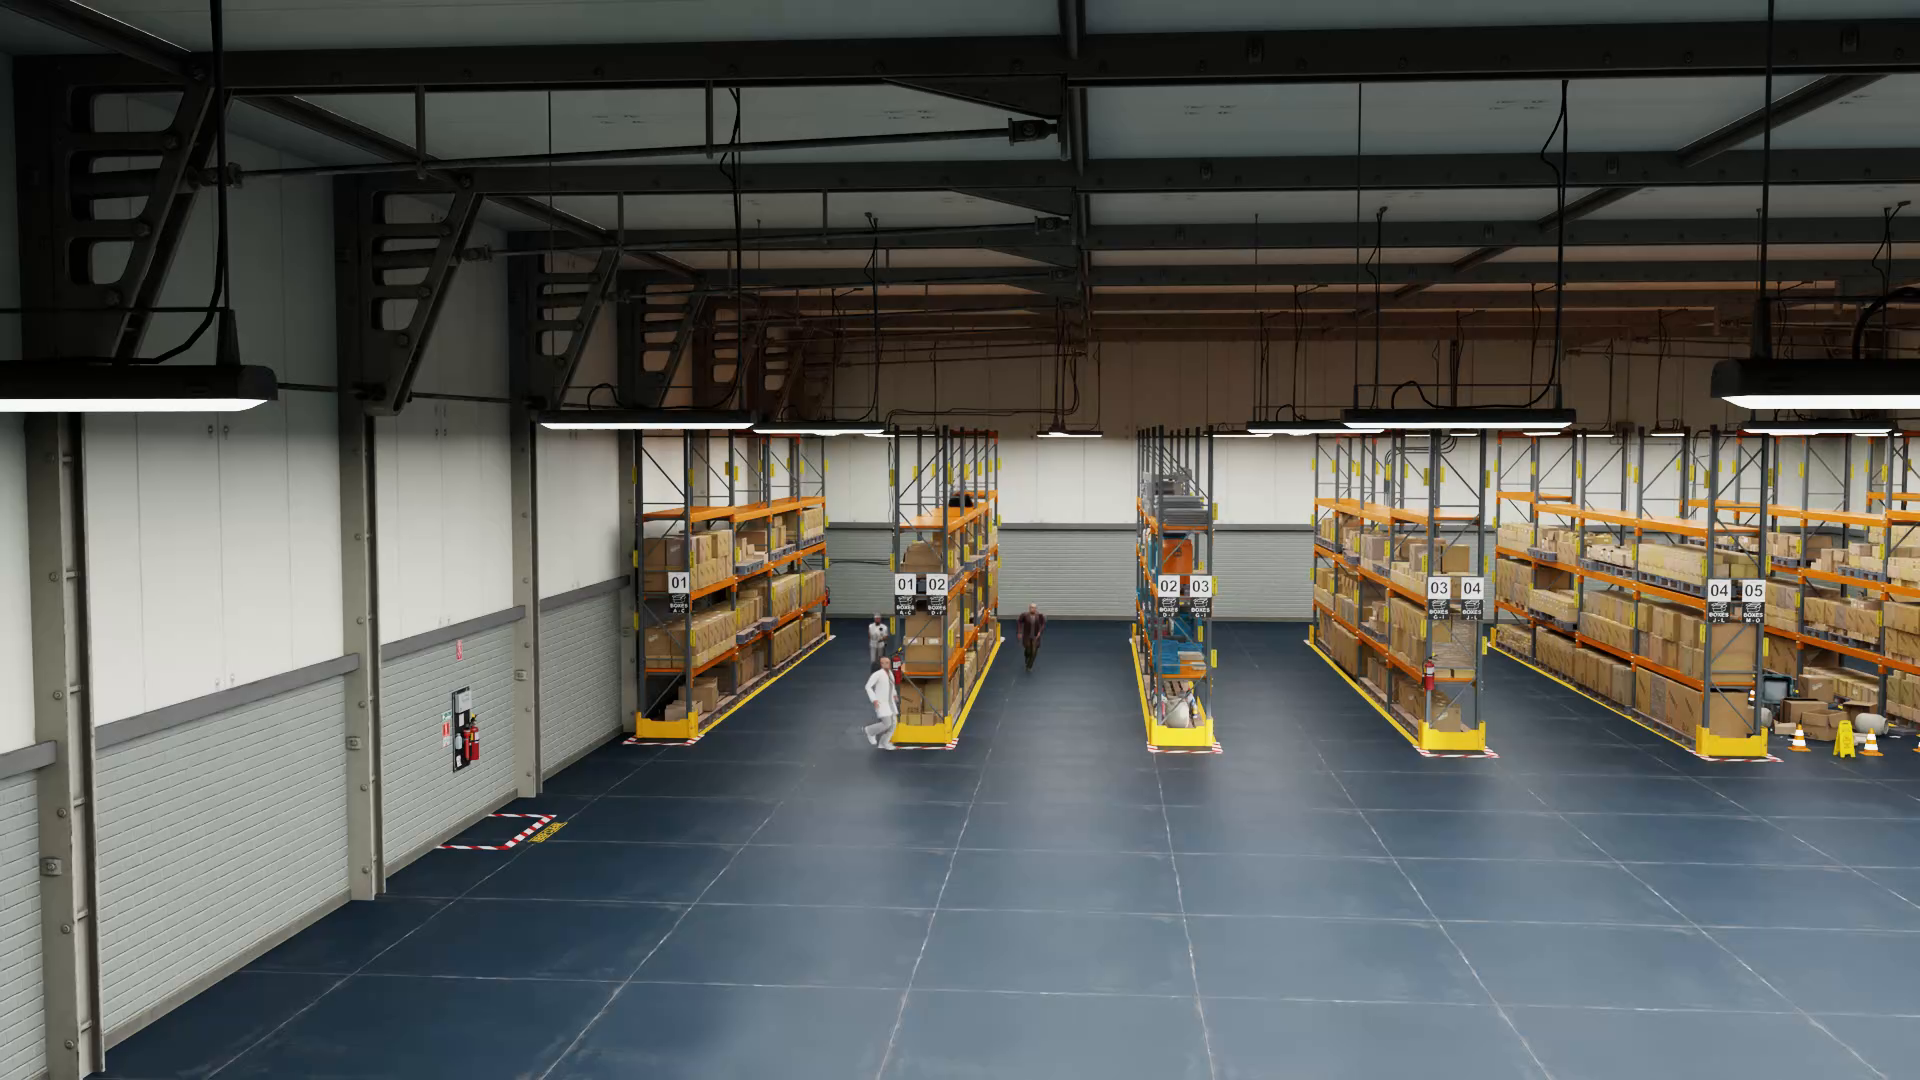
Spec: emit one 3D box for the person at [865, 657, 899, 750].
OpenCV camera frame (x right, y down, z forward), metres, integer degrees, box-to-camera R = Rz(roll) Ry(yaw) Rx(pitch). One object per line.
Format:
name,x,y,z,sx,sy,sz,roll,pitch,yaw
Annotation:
person,-1.439,3.015,30.736,0.650,1.706,0.734,2,4,33

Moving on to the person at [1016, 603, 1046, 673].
person,1.754,2.403,41.100,0.706,1.715,0.716,-1,3,-11

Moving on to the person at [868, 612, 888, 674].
person,-1.933,2.544,39.184,0.484,1.709,0.803,0,3,1
